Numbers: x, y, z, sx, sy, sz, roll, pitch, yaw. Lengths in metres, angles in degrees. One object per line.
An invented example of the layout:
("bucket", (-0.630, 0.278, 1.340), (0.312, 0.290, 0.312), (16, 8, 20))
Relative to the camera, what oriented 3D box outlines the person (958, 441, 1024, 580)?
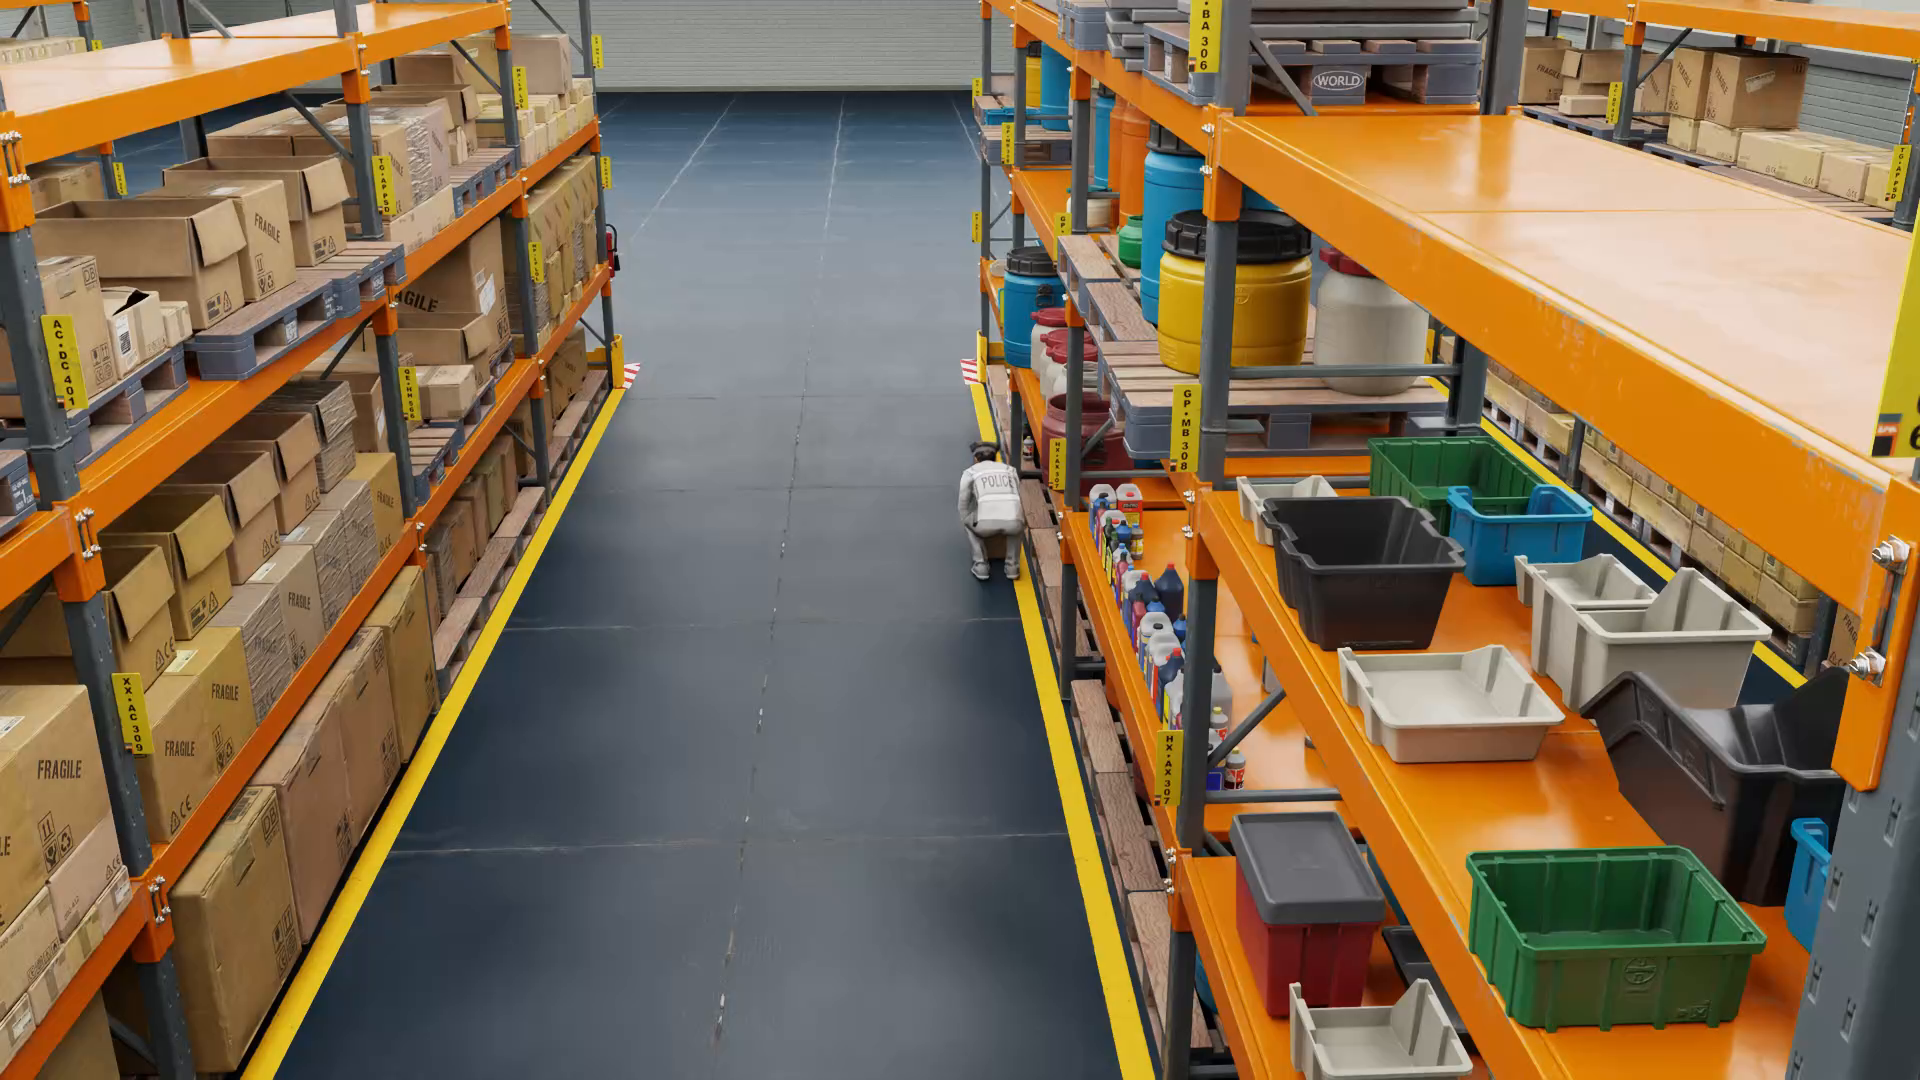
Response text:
("person", (0.242, -0.226, 12.690), (0.494, 0.964, 0.848), (-1, 21, -3))
